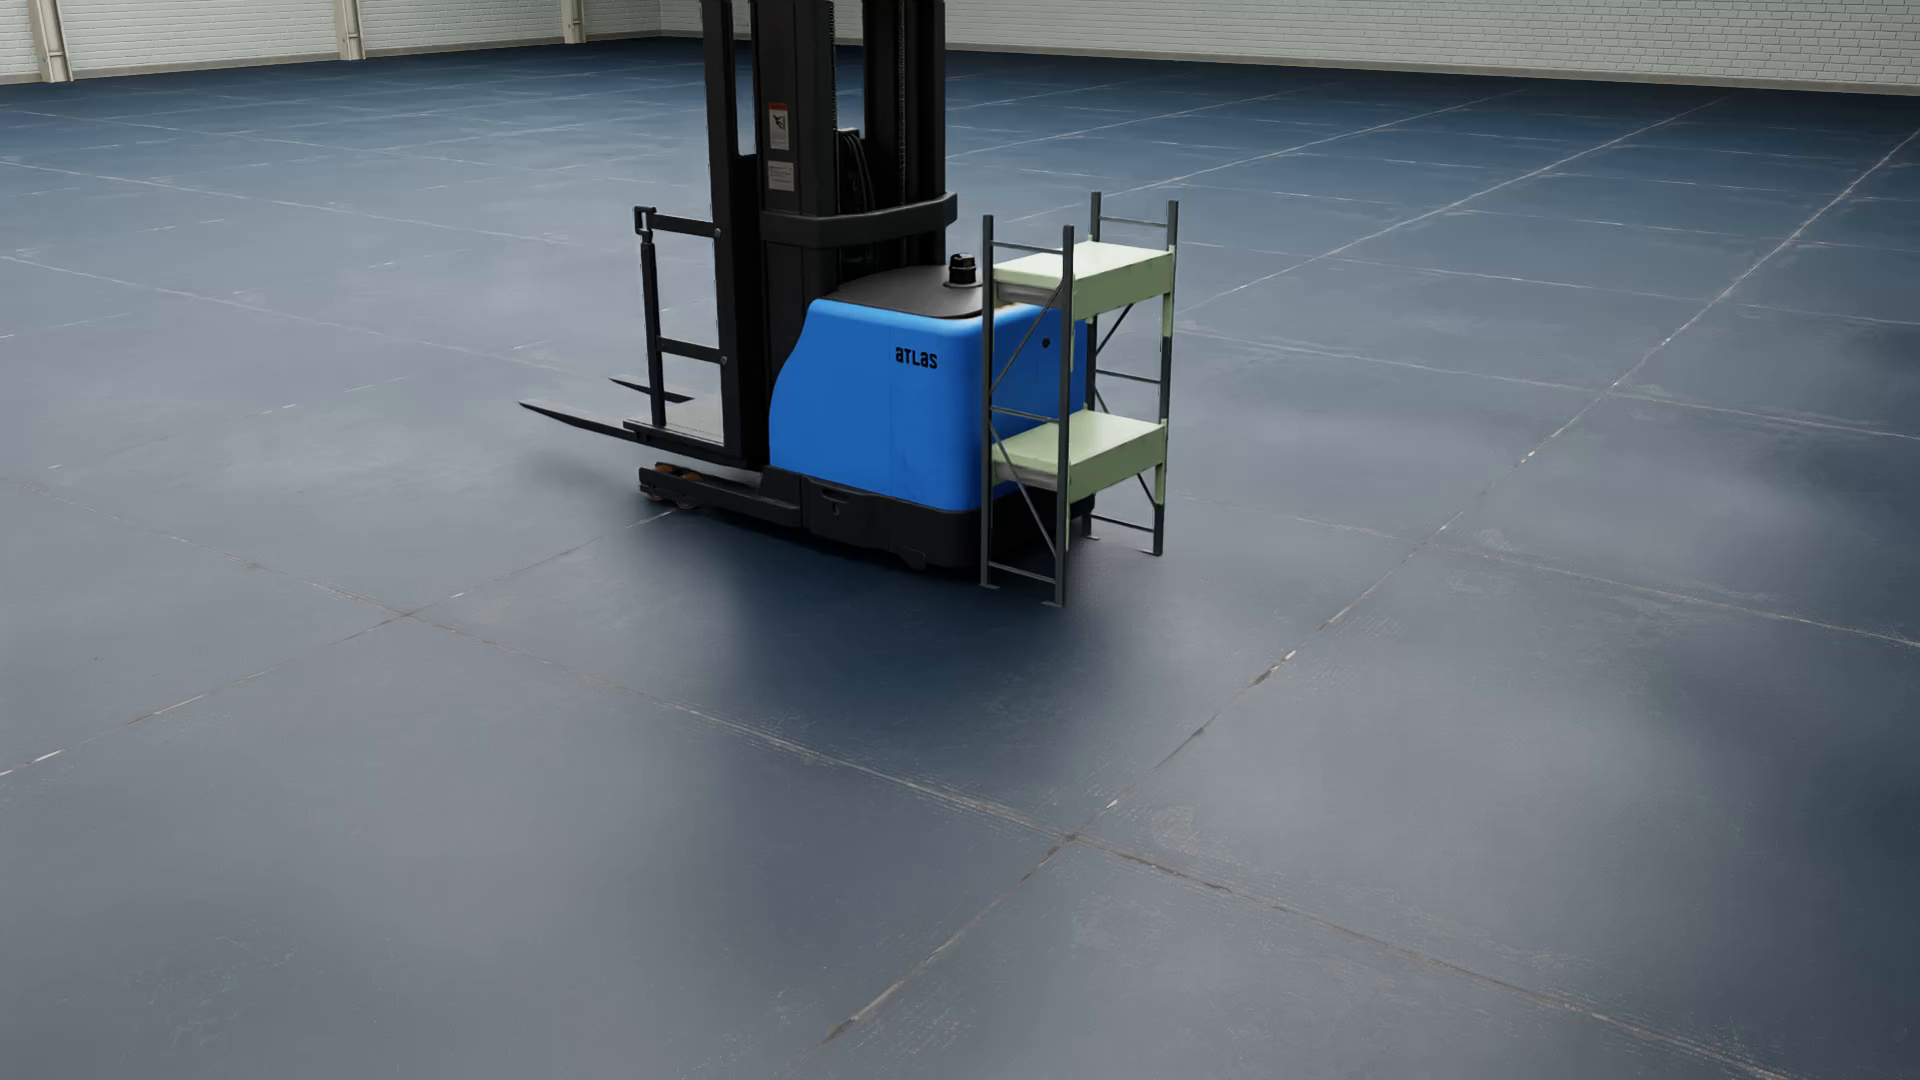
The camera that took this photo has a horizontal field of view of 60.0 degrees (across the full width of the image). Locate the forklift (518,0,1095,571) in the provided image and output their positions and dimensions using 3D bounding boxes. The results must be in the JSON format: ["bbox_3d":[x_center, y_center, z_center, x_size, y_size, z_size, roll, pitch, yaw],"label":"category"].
[{"bbox_3d":[-0.870,-1.643,7.483,3.031,2.935,1.130,15,25,35],"label":"forklift"}]

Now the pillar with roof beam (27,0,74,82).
[{"bbox_3d":[-11.959,-11.273,24.769,9.100,9.000,0.400,13,24,32],"label":"pillar with roof beam"}]

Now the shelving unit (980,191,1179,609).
[{"bbox_3d":[0.474,-0.577,6.662,0.431,1.500,0.755,15,25,35],"label":"shelving unit"}]

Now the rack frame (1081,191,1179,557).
[{"bbox_3d":[0.698,-0.677,6.932,0.400,1.500,0.023,15,25,35],"label":"rack frame"}]

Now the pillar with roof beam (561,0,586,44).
[{"bbox_3d":[-5.213,-14.716,34.077,9.100,9.000,0.400,13,24,32],"label":"pillar with roof beam"}]

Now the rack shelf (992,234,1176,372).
[{"bbox_3d":[0.474,-0.943,6.526,0.431,0.370,0.720,15,25,35],"label":"rack shelf"}]

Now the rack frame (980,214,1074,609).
[{"bbox_3d":[0.249,-0.477,6.391,0.400,1.500,0.023,15,25,35],"label":"rack frame"}]

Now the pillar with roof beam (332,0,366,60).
[{"bbox_3d":[-8.586,-12.994,29.423,9.100,9.000,0.400,13,24,32],"label":"pillar with roof beam"}]

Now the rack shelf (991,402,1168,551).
[{"bbox_3d":[0.473,-0.271,6.775,0.431,0.370,0.720,15,25,35],"label":"rack shelf"}]
